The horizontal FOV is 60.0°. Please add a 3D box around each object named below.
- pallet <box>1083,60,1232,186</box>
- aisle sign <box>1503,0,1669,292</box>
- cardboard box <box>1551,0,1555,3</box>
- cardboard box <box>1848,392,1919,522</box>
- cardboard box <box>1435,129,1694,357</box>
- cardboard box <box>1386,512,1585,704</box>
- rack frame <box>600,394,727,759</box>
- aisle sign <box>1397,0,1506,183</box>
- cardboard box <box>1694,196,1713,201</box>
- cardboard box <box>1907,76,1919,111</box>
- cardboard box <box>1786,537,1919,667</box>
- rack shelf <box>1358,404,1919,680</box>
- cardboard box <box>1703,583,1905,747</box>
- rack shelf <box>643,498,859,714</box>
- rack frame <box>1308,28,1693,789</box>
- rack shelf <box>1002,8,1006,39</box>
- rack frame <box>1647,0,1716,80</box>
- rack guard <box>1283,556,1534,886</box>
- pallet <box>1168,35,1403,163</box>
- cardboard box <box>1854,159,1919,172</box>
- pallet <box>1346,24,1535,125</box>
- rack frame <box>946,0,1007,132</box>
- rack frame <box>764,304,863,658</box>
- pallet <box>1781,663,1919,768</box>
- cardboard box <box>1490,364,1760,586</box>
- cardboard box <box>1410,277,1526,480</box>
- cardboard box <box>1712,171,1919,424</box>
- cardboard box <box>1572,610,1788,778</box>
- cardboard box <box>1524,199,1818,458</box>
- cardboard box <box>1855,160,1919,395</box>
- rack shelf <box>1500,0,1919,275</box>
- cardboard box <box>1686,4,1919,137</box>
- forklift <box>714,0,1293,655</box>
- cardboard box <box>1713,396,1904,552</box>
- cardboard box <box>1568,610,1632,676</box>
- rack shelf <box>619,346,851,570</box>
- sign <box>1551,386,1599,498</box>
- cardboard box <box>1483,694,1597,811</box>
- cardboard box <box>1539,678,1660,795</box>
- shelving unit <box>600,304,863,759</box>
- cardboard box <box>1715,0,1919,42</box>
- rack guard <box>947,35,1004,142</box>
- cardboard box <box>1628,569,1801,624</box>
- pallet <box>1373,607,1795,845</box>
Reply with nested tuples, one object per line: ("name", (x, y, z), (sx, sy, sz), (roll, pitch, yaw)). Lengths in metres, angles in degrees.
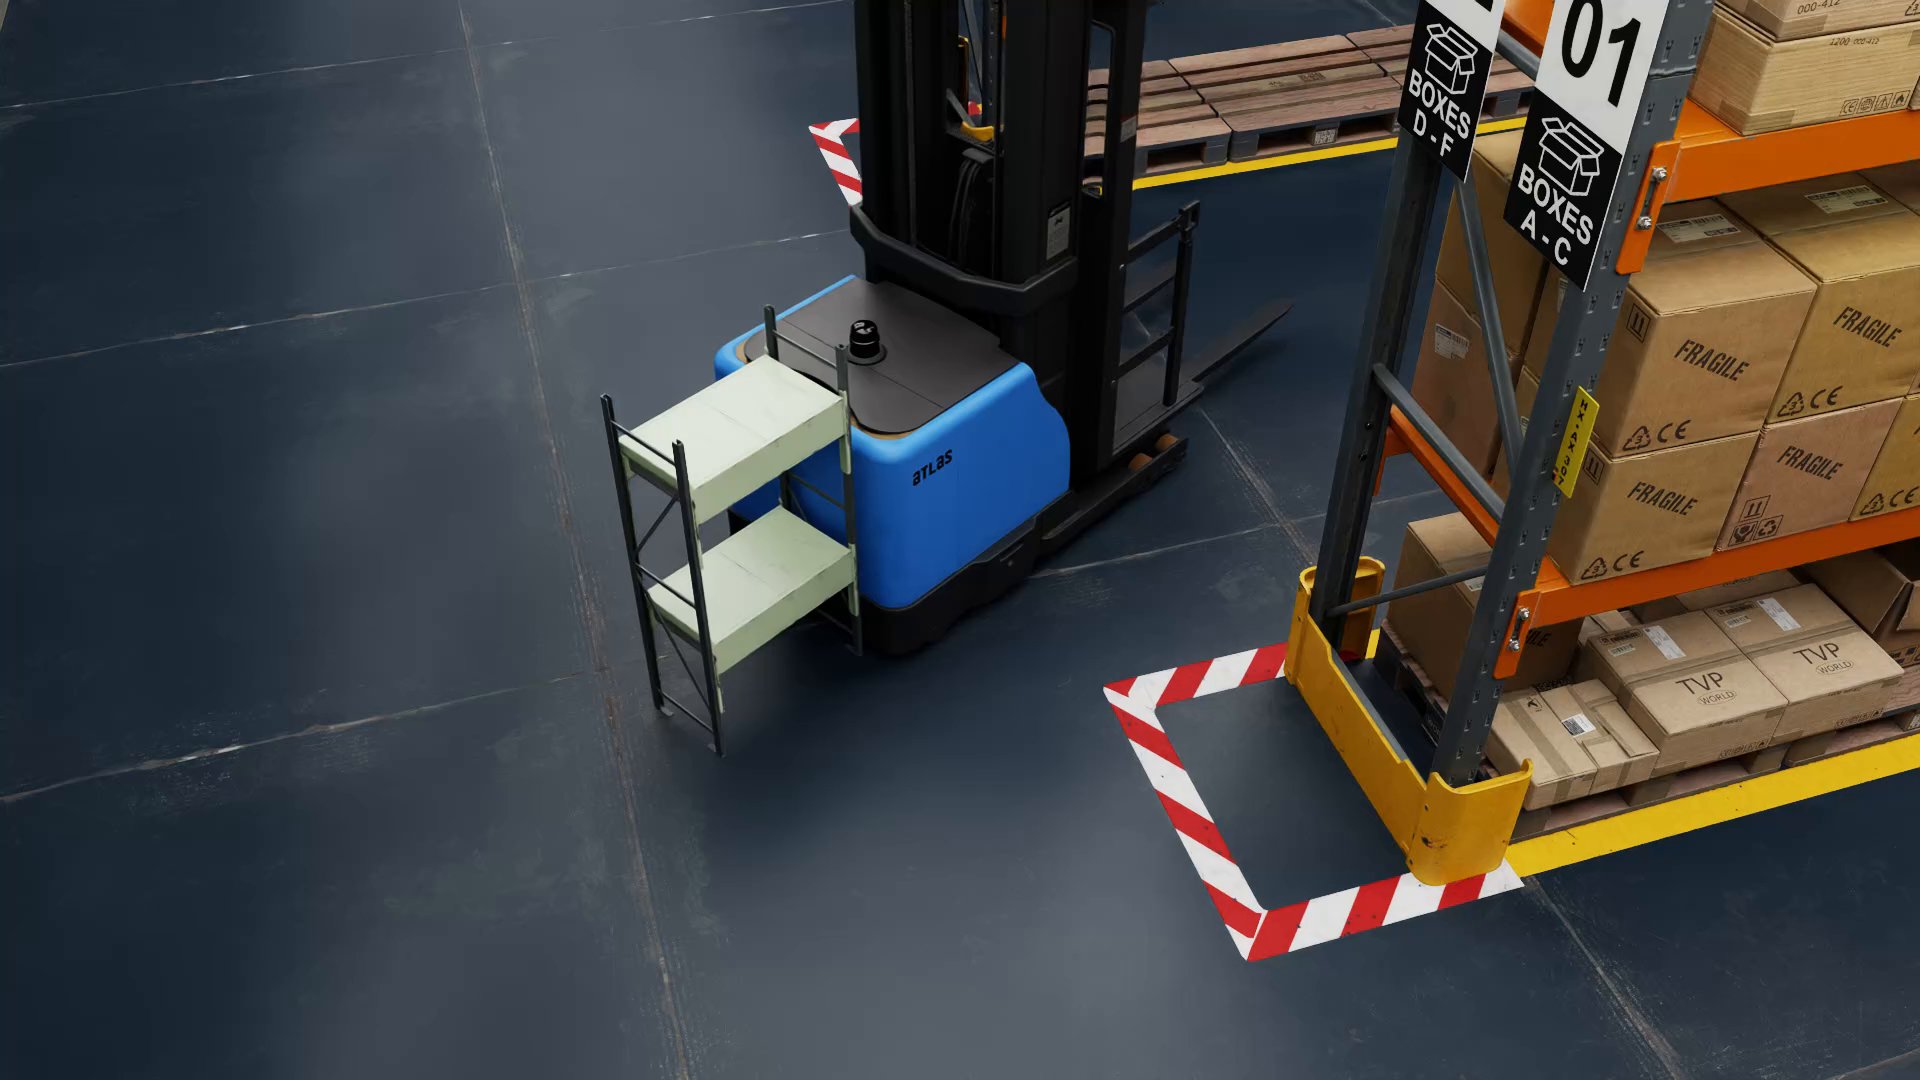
("pallet", (0.857, -2.483, 9.931), (1.213, 0.211, 1.003), (-12, 42, -13))
("aisle sign", (1.566, -1.066, 4.215), (0.004, 0.787, 0.394), (-12, 42, -13))
("cardboard box", (1.954, -1.625, 4.665), (0.500, 0.250, 0.500), (-12, 42, -13))
("cardboard box", (3.016, -0.448, 5.407), (0.500, 0.500, 0.500), (-12, 43, -13))
("cardboard box", (1.885, -0.960, 5.233), (0.500, 0.500, 0.500), (-12, 43, -13))
("cardboard box", (1.988, 0.229, 6.274), (0.500, 0.500, 0.500), (-12, 42, -13))
("rack frame", (-1.040, 0.171, 5.914), (0.400, 1.500, 0.023), (31, 50, 31))
("aisle sign", (1.386, -1.443, 4.646), (0.004, 0.787, 0.394), (-12, 42, -13))
("cardboard box", (2.367, -1.060, 5.348), (0.500, 0.500, 0.500), (-11, 42, -12))
("cardboard box", (2.590, -1.391, 4.396), (0.500, 0.250, 0.500), (-12, 42, -13))
("cardboard box", (3.568, 0.073, 6.449), (0.637, 0.503, 0.797), (-12, 42, -13))
("rack shelf", (3.451, -0.409, 5.986), (4.000, 0.370, 1.077), (-12, 42, -13))
("cardboard box", (3.101, 0.458, 6.202), (0.500, 0.250, 0.500), (-12, 42, -13))
("rack shelf", (-0.793, 0.239, 6.332), (0.431, 0.370, 0.720), (31, 50, 31))
("rack frame", (1.543, -0.285, 5.296), (0.127, 3.000, 1.000), (-12, 42, -13))
("rack shelf", (1.966, -3.519, 9.544), (4.000, 0.370, 1.077), (-12, 42, -13))
("rack frame", (1.543, -2.544, 3.323), (0.127, 3.000, 1.000), (-12, 42, -13))
("rack guard", (1.616, 0.641, 6.136), (0.348, 0.500, 1.175), (-12, 42, -13))
("pallet", (2.019, -2.722, 10.205), (1.213, 0.211, 1.003), (-12, 42, -13))
("cardboard box", (2.860, -1.166, 5.468), (0.500, 0.500, 0.500), (-11, 42, -12))
("pallet", (3.184, -2.965, 10.483), (1.213, 0.211, 1.003), (-12, 42, -13))
("rack frame", (0.059, -3.394, 8.855), (0.127, 3.000, 1.000), (-12, 42, -13))
("rack frame", (-0.545, -0.184, 6.321), (0.400, 1.500, 0.023), (31, 50, 31))
("pallet", (3.537, 0.353, 6.685), (1.213, 0.211, 1.003), (-12, 42, -13))
("cardboard box", (2.046, -0.245, 5.175), (0.500, 0.500, 0.500), (-11, 42, -12))
("cardboard box", (1.889, -0.582, 5.560), (0.500, 0.500, 0.500), (-10, 42, -12))
("cardboard box", (2.542, -0.730, 4.969), (0.500, 0.500, 0.500), (-11, 42, -13))
("cardboard box", (2.624, 0.556, 6.089), (0.500, 0.250, 0.500), (-12, 42, -13))
("cardboard box", (2.046, -0.622, 4.846), (0.500, 0.500, 0.500), (-10, 42, -12))
("cardboard box", (3.021, -0.825, 5.079), (0.500, 0.500, 0.500), (-11, 42, -12))
("rack shelf", (3.451, -1.539, 4.999), (4.000, 0.370, 1.077), (-12, 42, -13))
("cardboard box", (2.110, -1.300, 4.293), (0.500, 0.250, 0.500), (-12, 42, -13))
("forklift", (0.389, -1.531, 6.775), (1.130, 2.935, 3.031), (31, 50, 31))
("cardboard box", (2.536, -0.350, 5.295), (0.500, 0.500, 0.500), (-12, 43, -13))
("cardboard box", (2.401, 0.331, 6.411), (0.250, 0.166, 0.380), (-12, 42, -13))
("rack shelf", (-0.793, -0.300, 5.861), (0.431, 0.370, 0.720), (31, 50, 31))
("sign", (1.706, -0.271, 4.622), (0.005, 0.325, 0.100), (-12, 42, -13))
("cardboard box", (2.046, 0.756, 5.938), (0.250, 0.149, 0.380), (-12, 42, -13))
("cardboard box", (2.284, 0.700, 5.988), (0.250, 0.166, 0.380), (-12, 42, -13))
("shelving unit", (-0.793, -0.007, 6.118), (0.431, 1.500, 0.755), (31, 50, 31))
("cardboard box", (2.111, -1.485, 4.124), (0.500, 0.250, 0.500), (-12, 42, -13))
("rack guard", (0.040, -2.440, 9.663), (0.348, 0.500, 1.175), (-12, 42, -13))
("cardboard box", (2.903, 0.154, 6.550), (0.500, 0.250, 0.500), (-12, 42, -13))
("pallet", (2.376, 0.592, 6.412), (1.213, 0.211, 1.003), (-12, 42, -13))
